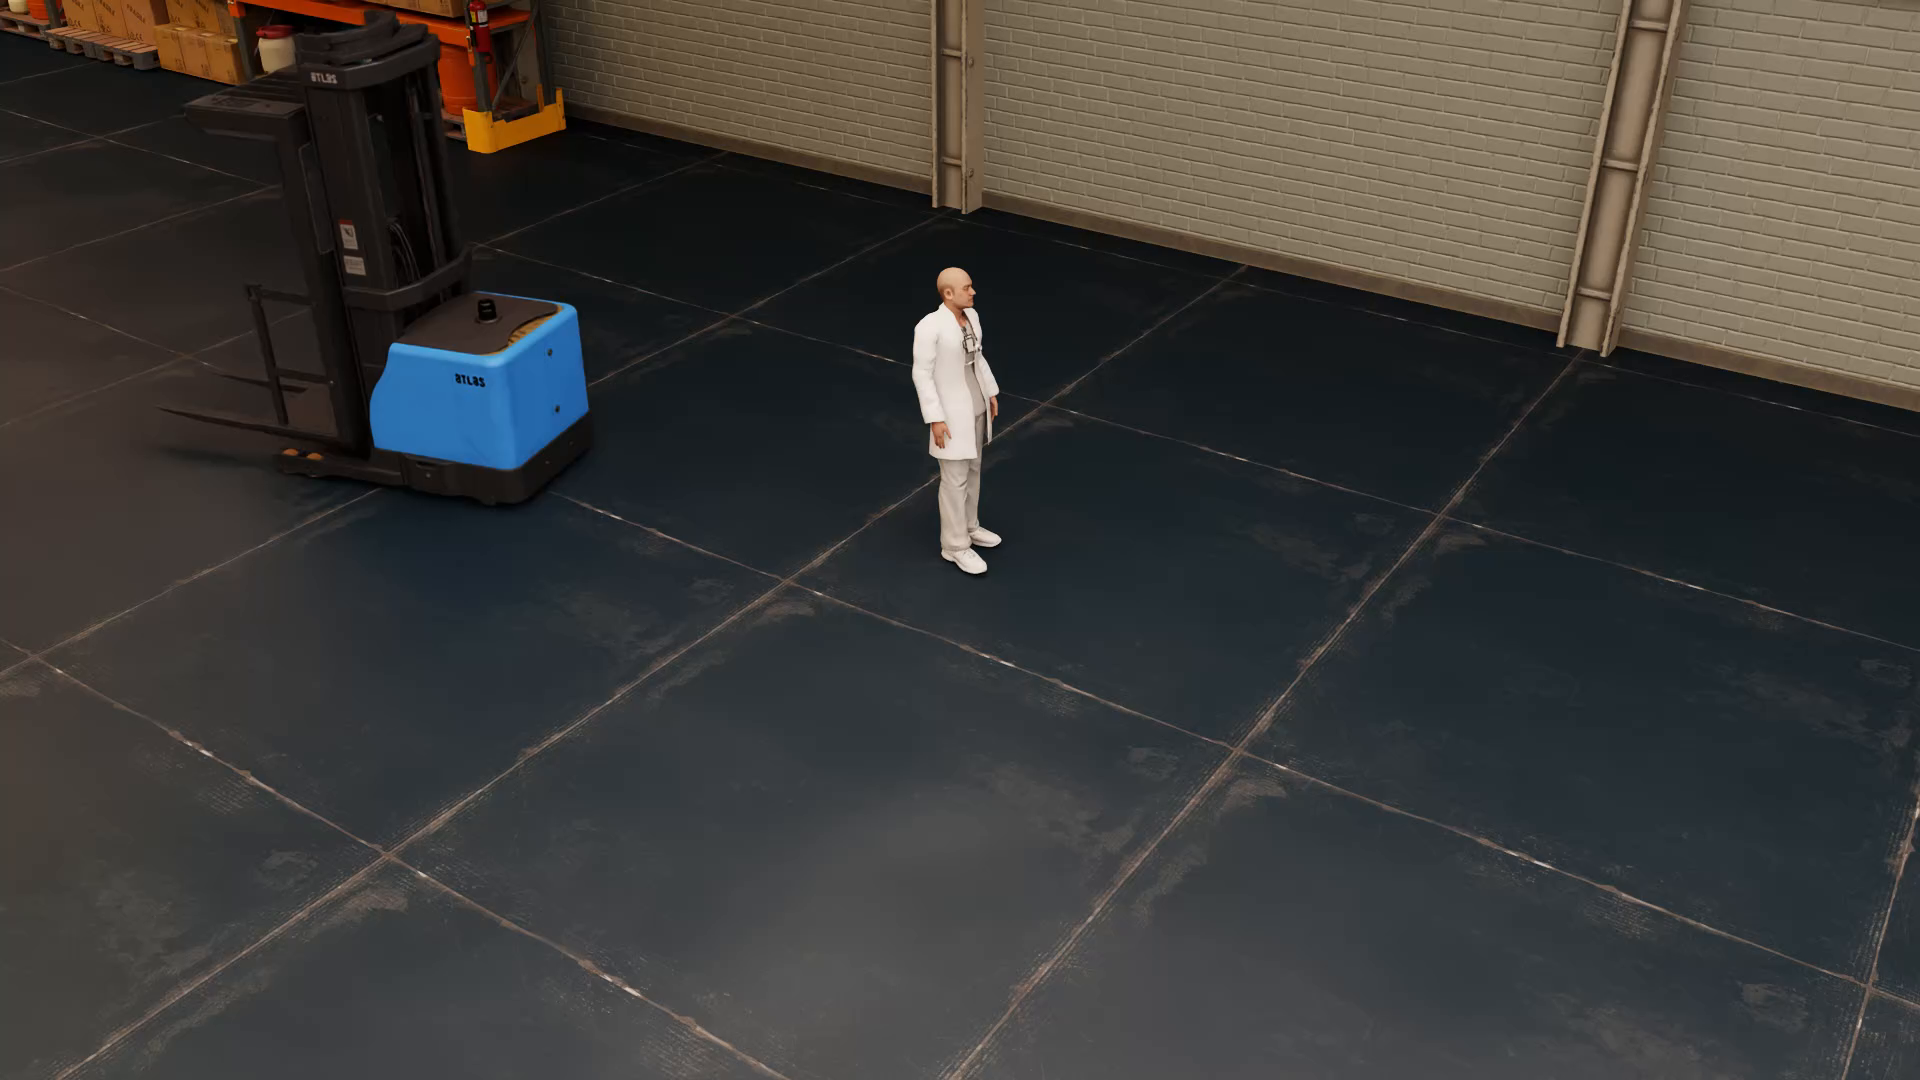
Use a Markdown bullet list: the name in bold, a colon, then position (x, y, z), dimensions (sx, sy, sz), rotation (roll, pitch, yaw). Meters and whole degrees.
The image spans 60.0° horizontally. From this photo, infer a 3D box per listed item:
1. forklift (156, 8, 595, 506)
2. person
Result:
- **forklift**: position (-4.107, -1.923, 10.892), dimensions (3.031, 2.935, 1.130), rotation (10, 32, 16)
- **person**: position (0.074, -0.748, 10.003), dimensions (0.578, 1.778, 0.698), rotation (19, 35, 29)
